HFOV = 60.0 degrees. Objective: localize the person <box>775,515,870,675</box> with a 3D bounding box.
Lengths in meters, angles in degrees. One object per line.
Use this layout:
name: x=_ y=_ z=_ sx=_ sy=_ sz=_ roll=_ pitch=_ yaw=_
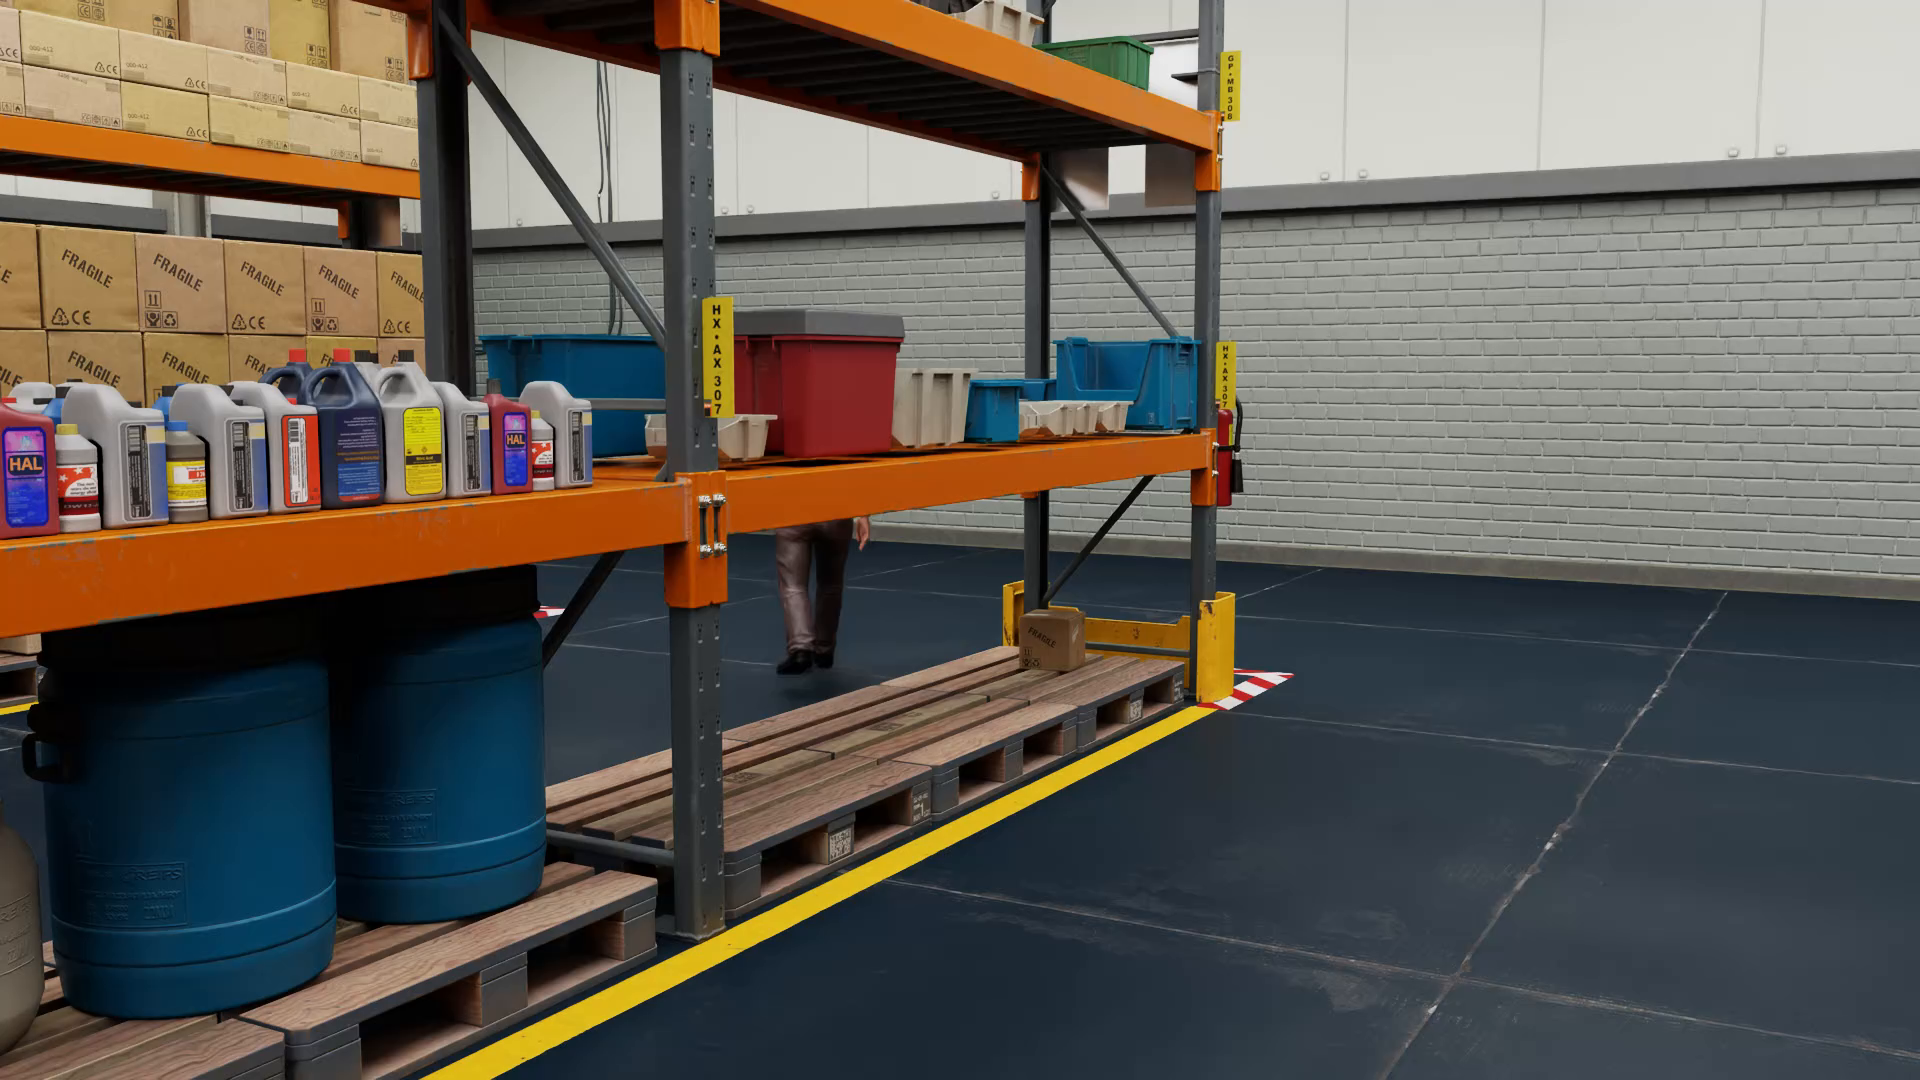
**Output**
person: x=-0.769 y=-0.114 z=8.683 sx=0.597 sy=1.649 sz=1.117 roll=-1 pitch=6 yaw=-8
